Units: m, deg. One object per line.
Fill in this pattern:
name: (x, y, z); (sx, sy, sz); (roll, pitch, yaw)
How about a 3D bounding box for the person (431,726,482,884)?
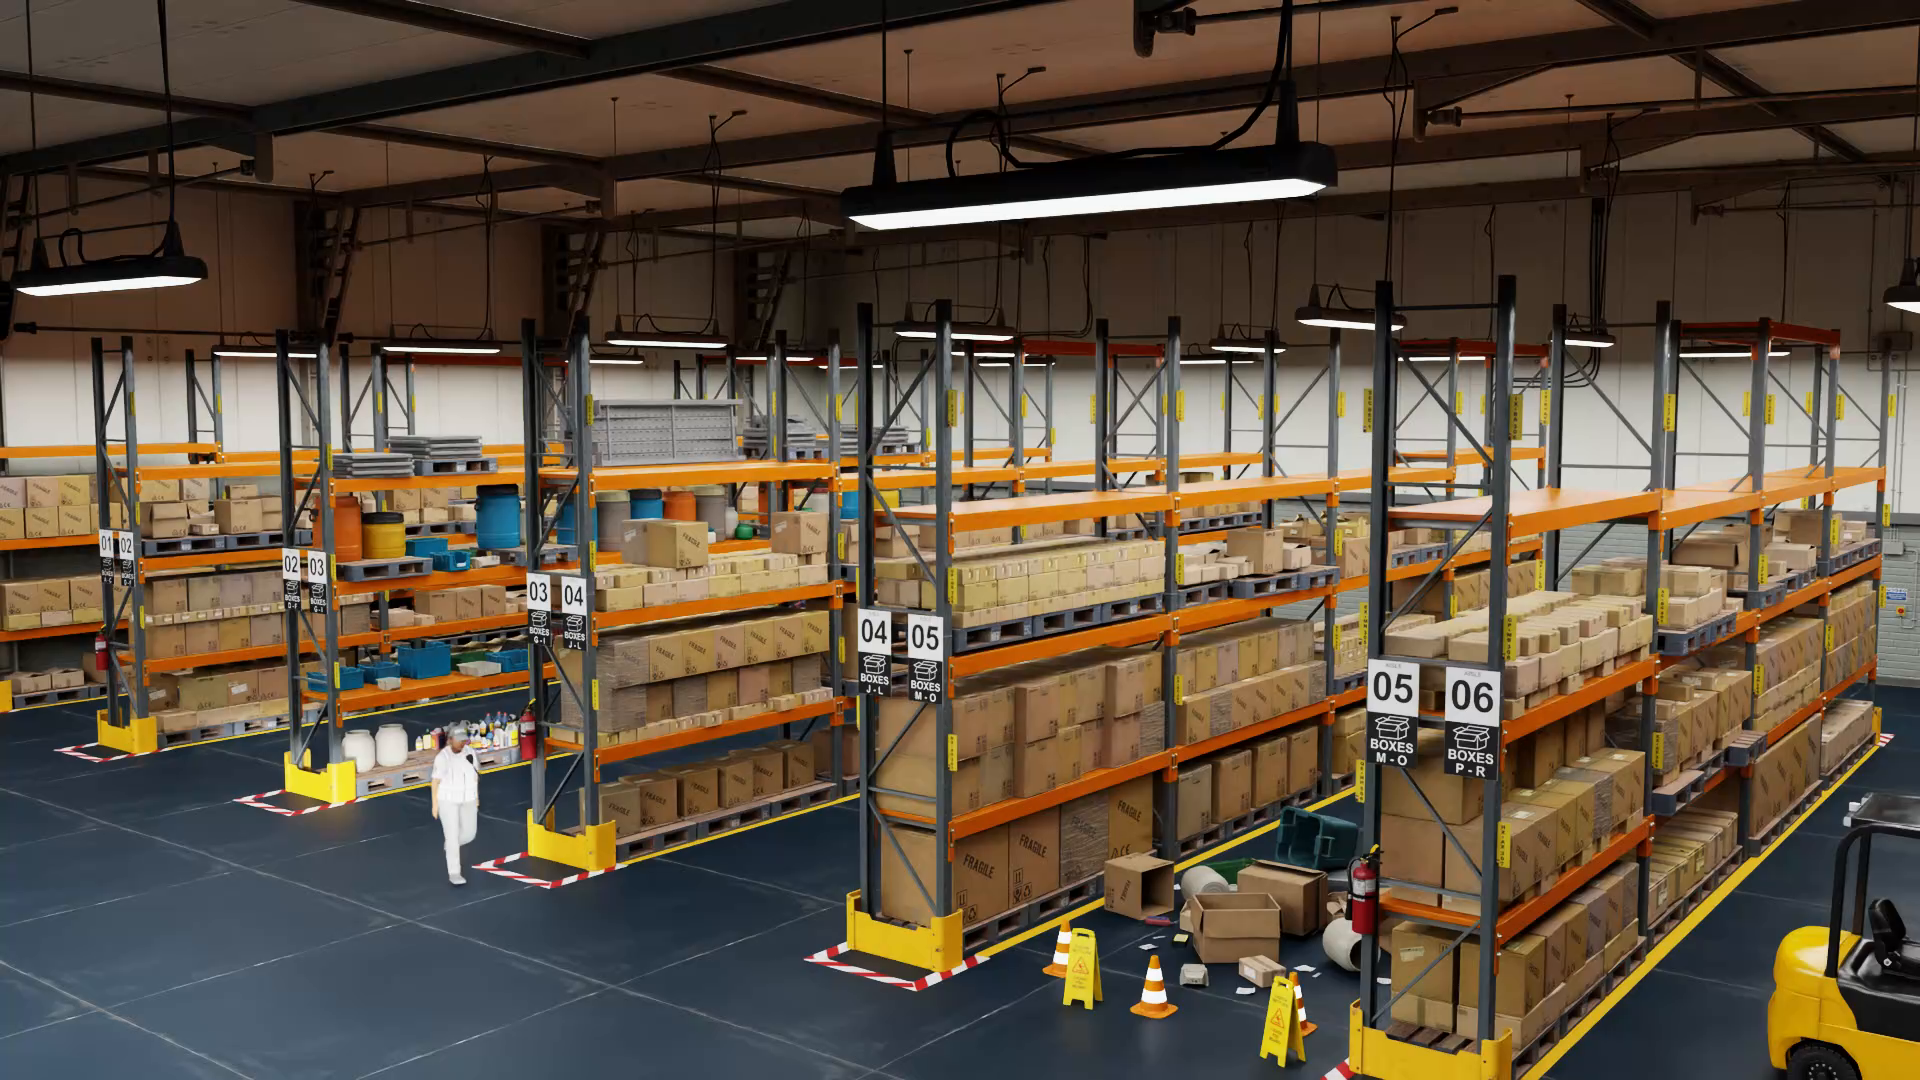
person: (-5.415, 2.789, 17.854); (0.506, 1.626, 0.875); (-5, 7, -42)
